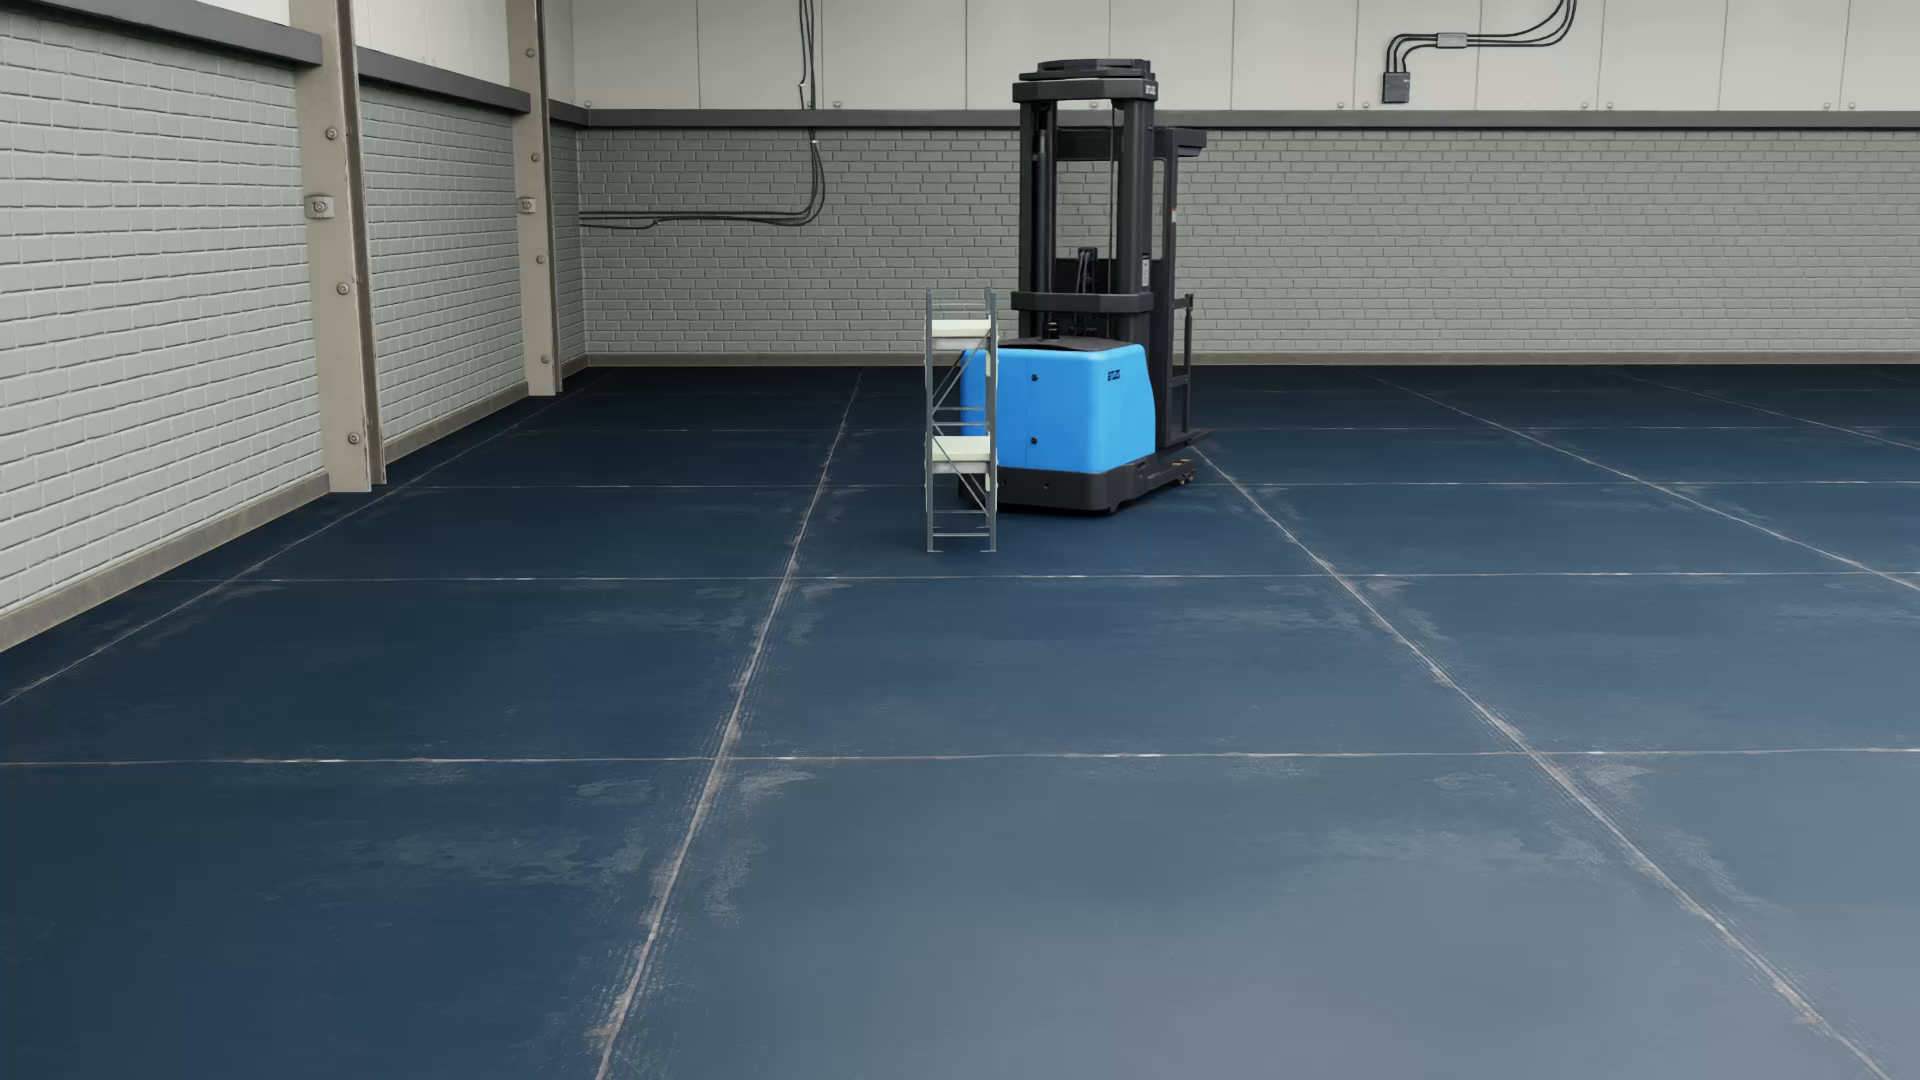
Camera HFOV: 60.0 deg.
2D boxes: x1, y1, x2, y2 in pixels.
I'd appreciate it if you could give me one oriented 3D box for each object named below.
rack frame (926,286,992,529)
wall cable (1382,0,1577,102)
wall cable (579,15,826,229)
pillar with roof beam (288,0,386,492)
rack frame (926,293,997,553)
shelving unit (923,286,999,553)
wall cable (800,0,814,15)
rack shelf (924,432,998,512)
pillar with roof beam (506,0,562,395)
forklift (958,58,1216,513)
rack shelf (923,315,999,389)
[{"bbox_3d":[-0.008,-0.809,10.275,0.400,1.500,0.023,0,11,-1],"label":"rack frame"},{"bbox_3d":[6.302,-8.273,19.653,2.305,6.003,0.169,0,11,-1],"label":"wall cable"},{"bbox_3d":[-3.189,-5.049,20.123,3.097,2.526,0.112,0,11,-1],"label":"wall cable"},{"bbox_3d":[-0.022,-4.805,11.109,9.100,9.000,0.400,0,11,-1],"label":"pillar with roof beam"},{"bbox_3d":[0.007,-0.664,9.558,0.400,1.500,0.023,0,11,-1],"label":"rack frame"},{"bbox_3d":[0.000,-0.736,9.917,0.431,1.500,0.755,0,11,-1],"label":"shelving unit"},{"bbox_3d":[-0.485,-7.535,19.676,3.097,2.526,0.112,0,11,-1],"label":"wall cable"},{"bbox_3d":[0.000,-0.417,9.981,0.431,0.370,0.720,0,11,-1],"label":"rack shelf"},{"bbox_3d":[-0.146,-5.997,16.988,9.100,9.000,0.400,0,11,-1],"label":"pillar with roof beam"},{"bbox_3d":[1.083,-1.863,11.873,1.130,2.935,3.031,5,13,25],"label":"forklift"},{"bbox_3d":[0.000,-1.119,9.839,0.431,0.370,0.720,0,11,-1],"label":"rack shelf"}]
